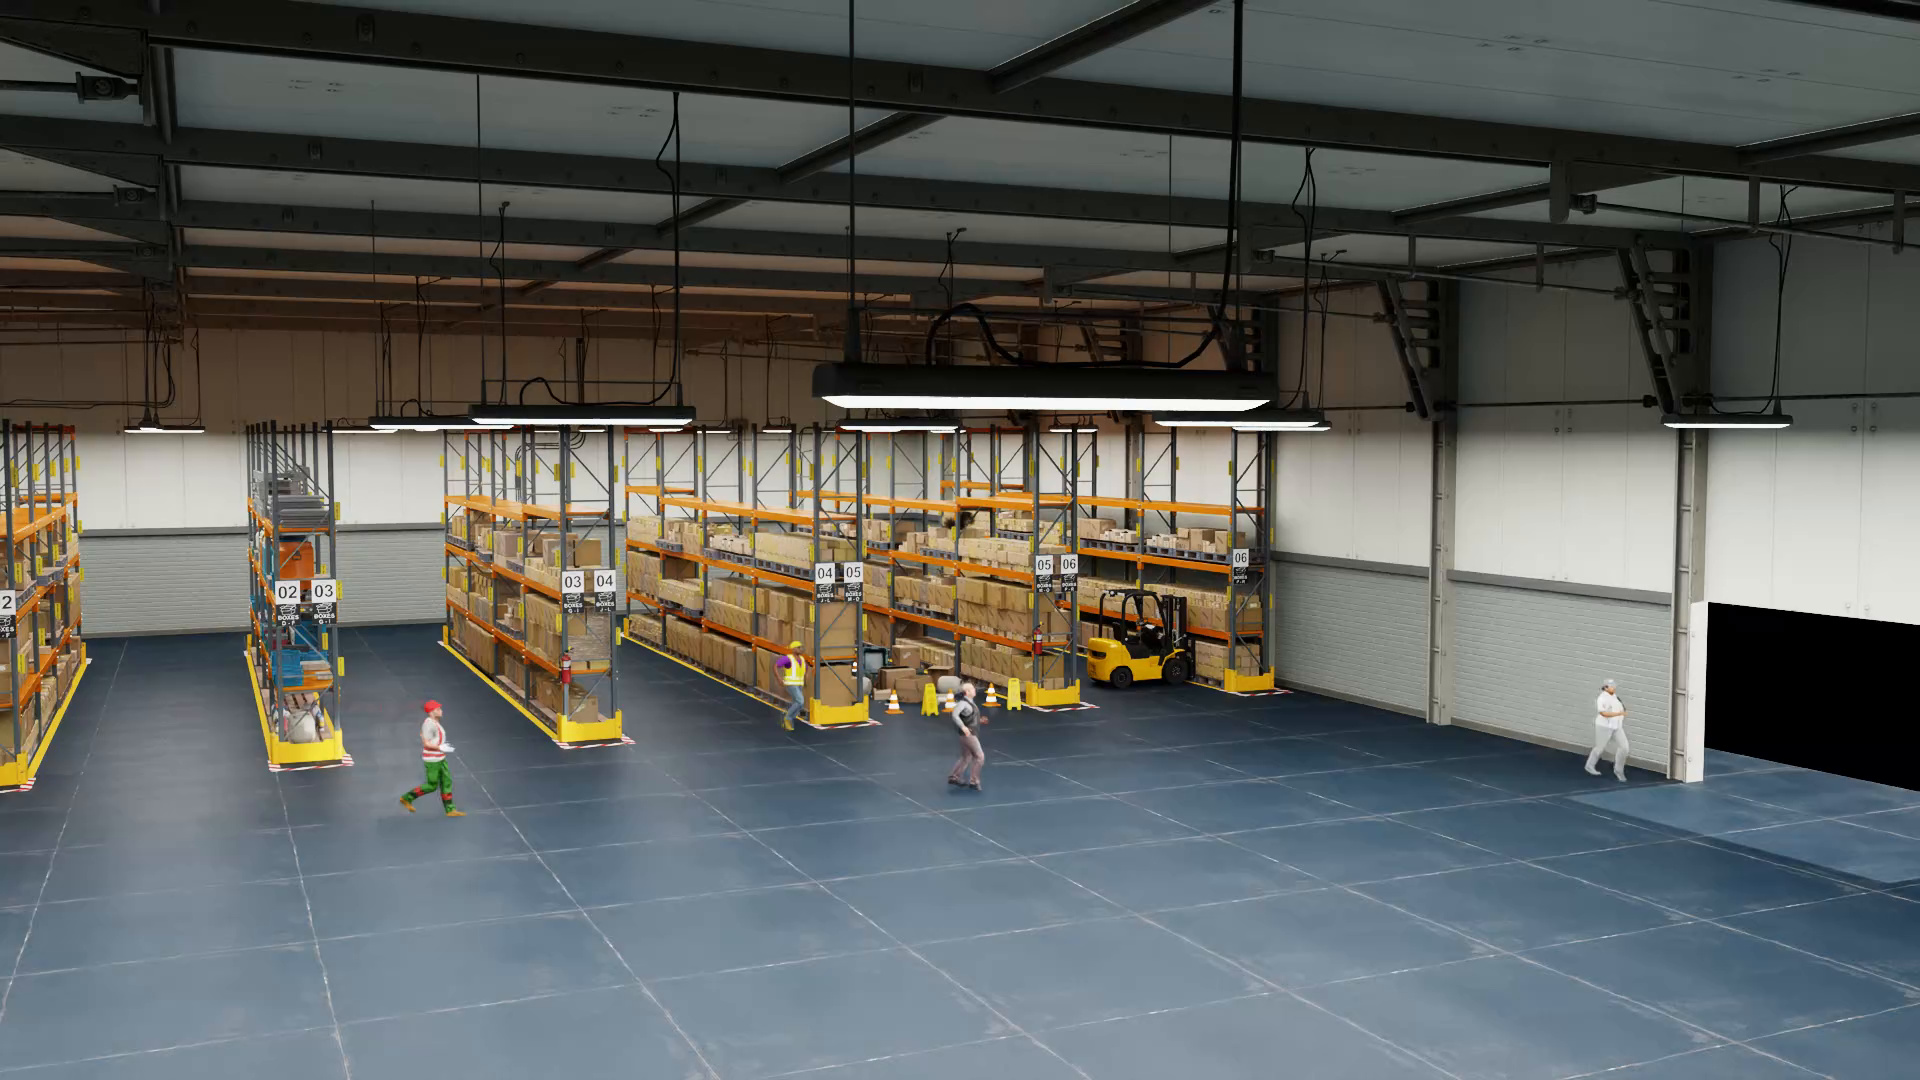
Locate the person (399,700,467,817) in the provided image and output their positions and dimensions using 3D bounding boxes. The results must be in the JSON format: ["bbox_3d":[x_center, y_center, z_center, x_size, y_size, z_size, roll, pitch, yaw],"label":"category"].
[{"bbox_3d":[-7.854,3.280,24.829,0.910,1.774,0.653,0,4,-7],"label":"person"}]

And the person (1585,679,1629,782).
[{"bbox_3d":[10.808,3.166,27.715,0.576,1.730,0.746,-2,4,-32],"label":"person"}]

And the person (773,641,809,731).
[{"bbox_3d":[-3.206,2.833,32.375,0.609,1.722,0.714,2,4,31],"label":"person"}]

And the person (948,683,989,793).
[{"bbox_3d":[0.129,3.203,26.824,0.675,1.791,0.658,0,4,6],"label":"person"}]
